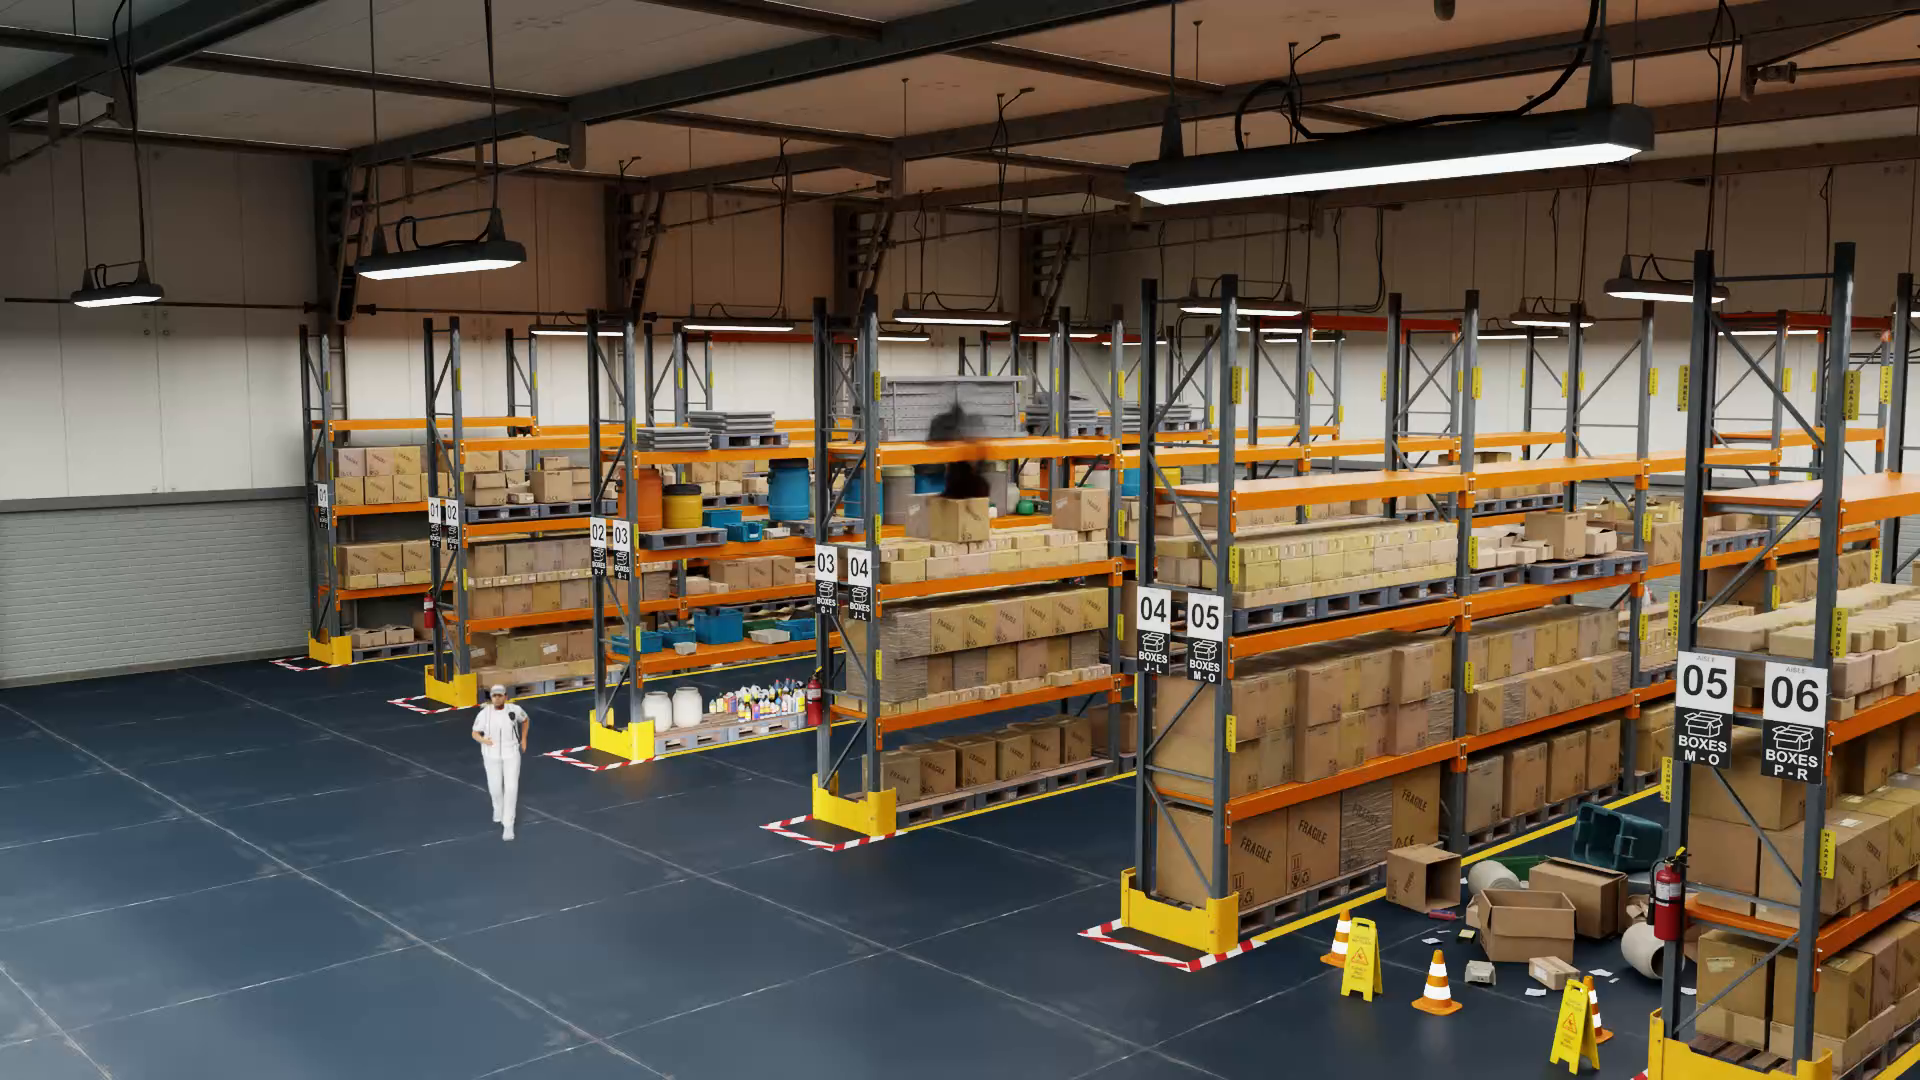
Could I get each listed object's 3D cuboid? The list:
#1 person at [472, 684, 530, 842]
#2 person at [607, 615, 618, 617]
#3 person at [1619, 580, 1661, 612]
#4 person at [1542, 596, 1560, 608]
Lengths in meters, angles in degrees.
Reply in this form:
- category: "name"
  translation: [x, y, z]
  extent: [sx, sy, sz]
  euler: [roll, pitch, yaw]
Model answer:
- category: "person"
  translation: [-5.158, 2.456, 18.695]
  extent: [0.614, 1.698, 0.898]
  euler: [-1, 6, -11]
- category: "person"
  translation: [-6.226, 1.354, 29.725]
  extent: [0.566, 1.624, 0.546]
  euler: [5, 7, 39]
- category: "person"
  translation: [11.765, 1.401, 28.779]
  extent: [0.763, 1.743, 0.784]
  euler: [0, 6, 3]
- category: "person"
  translation: [9.386, 1.640, 26.217]
  extent: [0.654, 1.775, 0.678]
  euler: [6, 8, 44]
